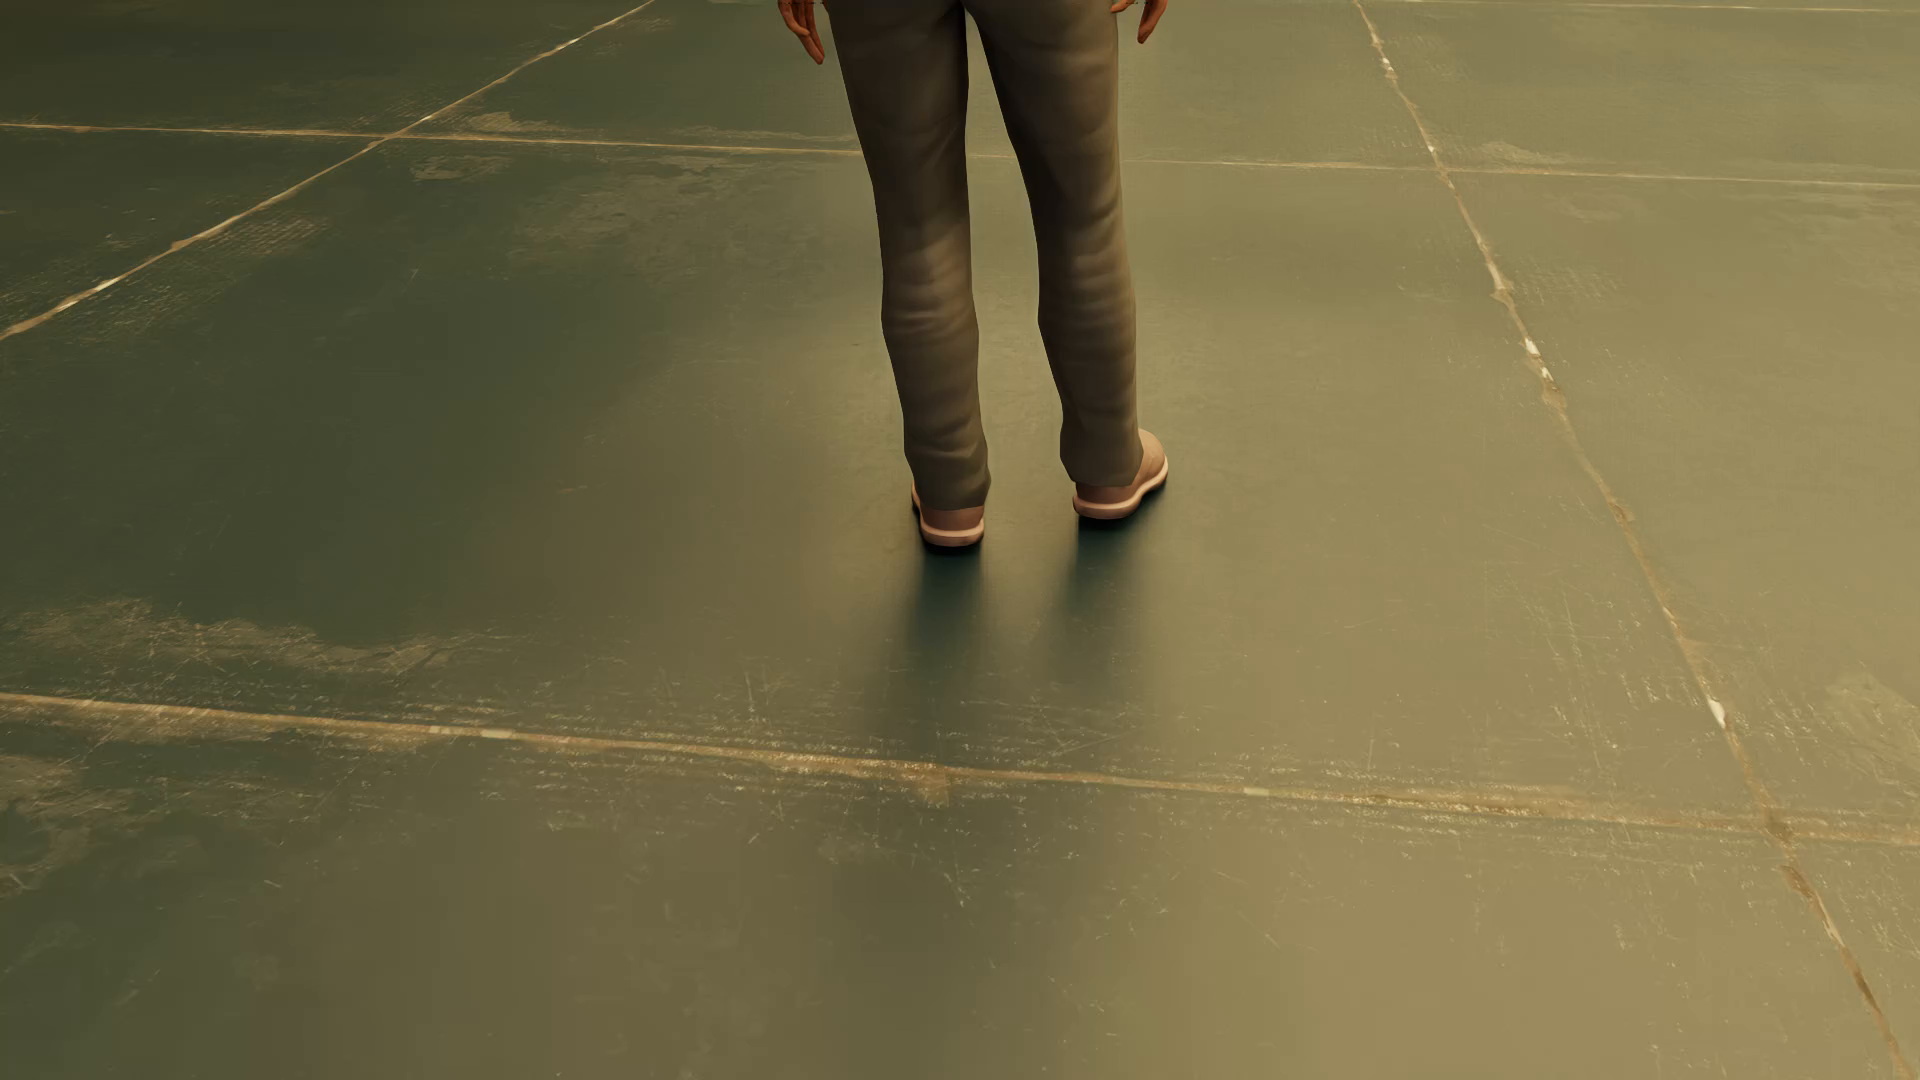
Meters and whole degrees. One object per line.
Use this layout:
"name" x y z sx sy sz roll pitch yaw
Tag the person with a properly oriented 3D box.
"person" 0.031 -0.784 2.203 0.570 1.656 0.503 3 27 7
